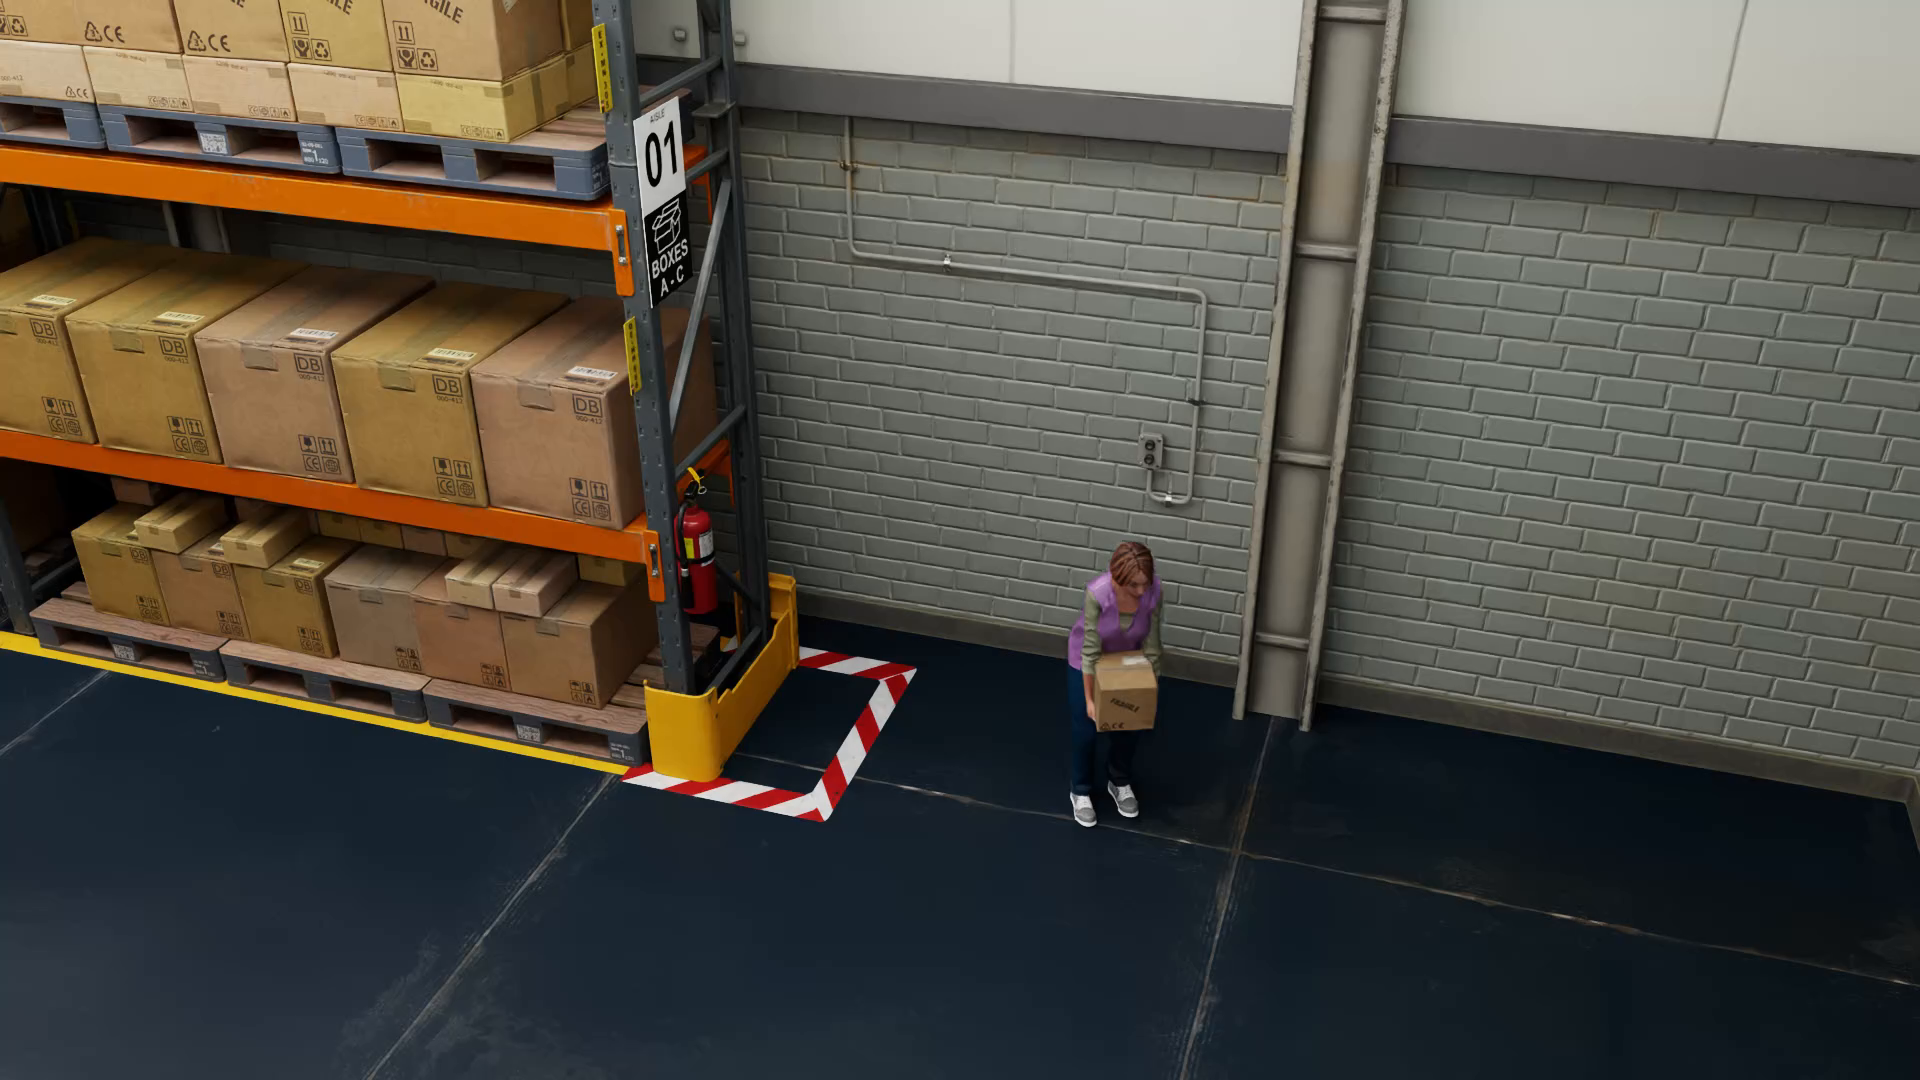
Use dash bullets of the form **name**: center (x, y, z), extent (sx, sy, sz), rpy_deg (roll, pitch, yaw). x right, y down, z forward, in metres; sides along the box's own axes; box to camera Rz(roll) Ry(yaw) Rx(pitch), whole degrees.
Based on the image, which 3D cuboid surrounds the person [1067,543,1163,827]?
- **person**: center (0.686, 0.619, 7.483), extent (0.378, 1.536, 0.522), rpy_deg (-6, 30, -11)
